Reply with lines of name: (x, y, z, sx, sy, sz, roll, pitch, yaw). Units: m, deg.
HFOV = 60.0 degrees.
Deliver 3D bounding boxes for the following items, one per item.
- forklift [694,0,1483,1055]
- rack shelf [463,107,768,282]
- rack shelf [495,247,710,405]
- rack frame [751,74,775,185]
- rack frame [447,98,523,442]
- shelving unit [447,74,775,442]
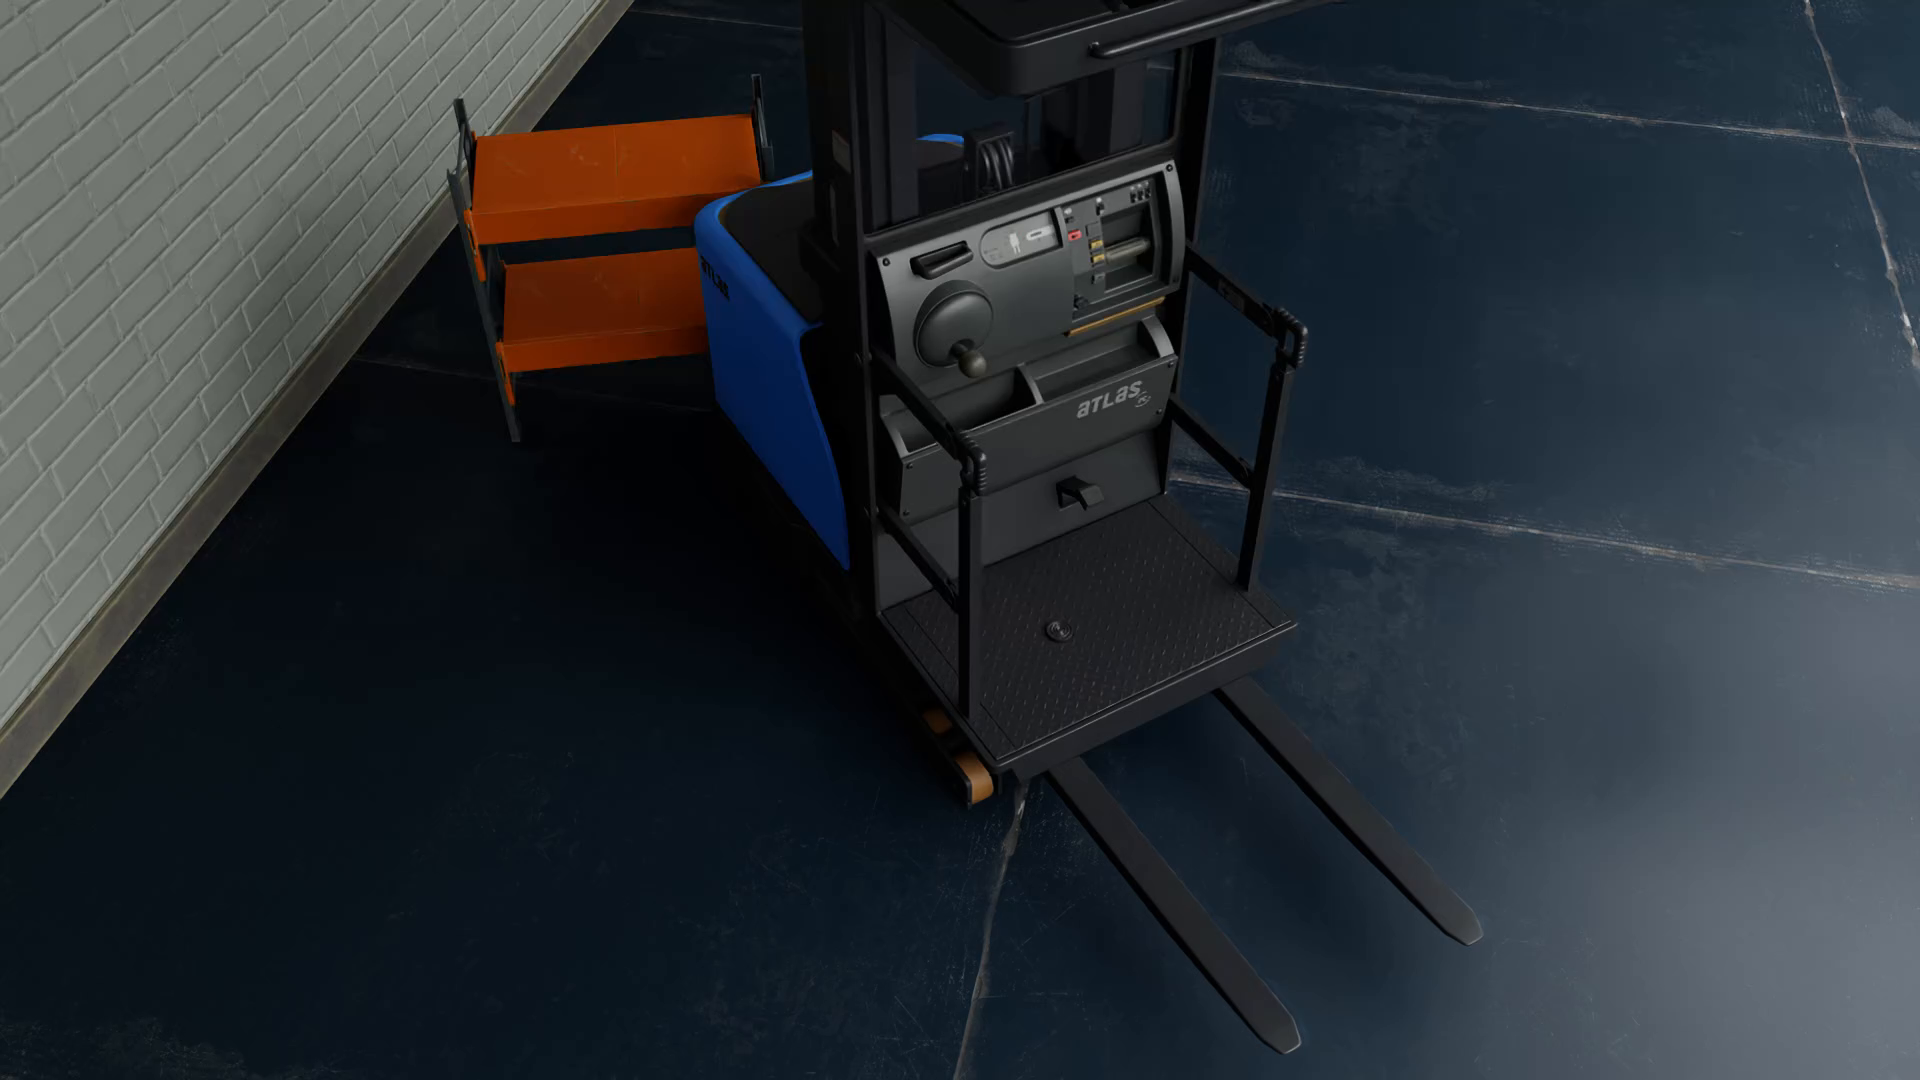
forklift: (0.314, -0.644, 4.305, 1.130, 2.935, 3.031, -22, 48, -22)
rack shelf: (-1.175, -1.207, 5.771, 1.000, 0.278, 0.538, -7, 44, -7)
rack shelf: (-1.175, -0.820, 6.144, 1.000, 0.278, 0.538, -7, 44, -7)
rack frame: (-0.674, -1.056, 6.036, 0.032, 1.125, 0.500, -7, 44, -7)
rack frame: (-1.677, -0.937, 5.912, 0.032, 1.125, 0.500, -7, 44, -7)
shelving unit: (-1.175, -0.996, 5.974, 1.048, 1.125, 0.538, -7, 44, -7)
